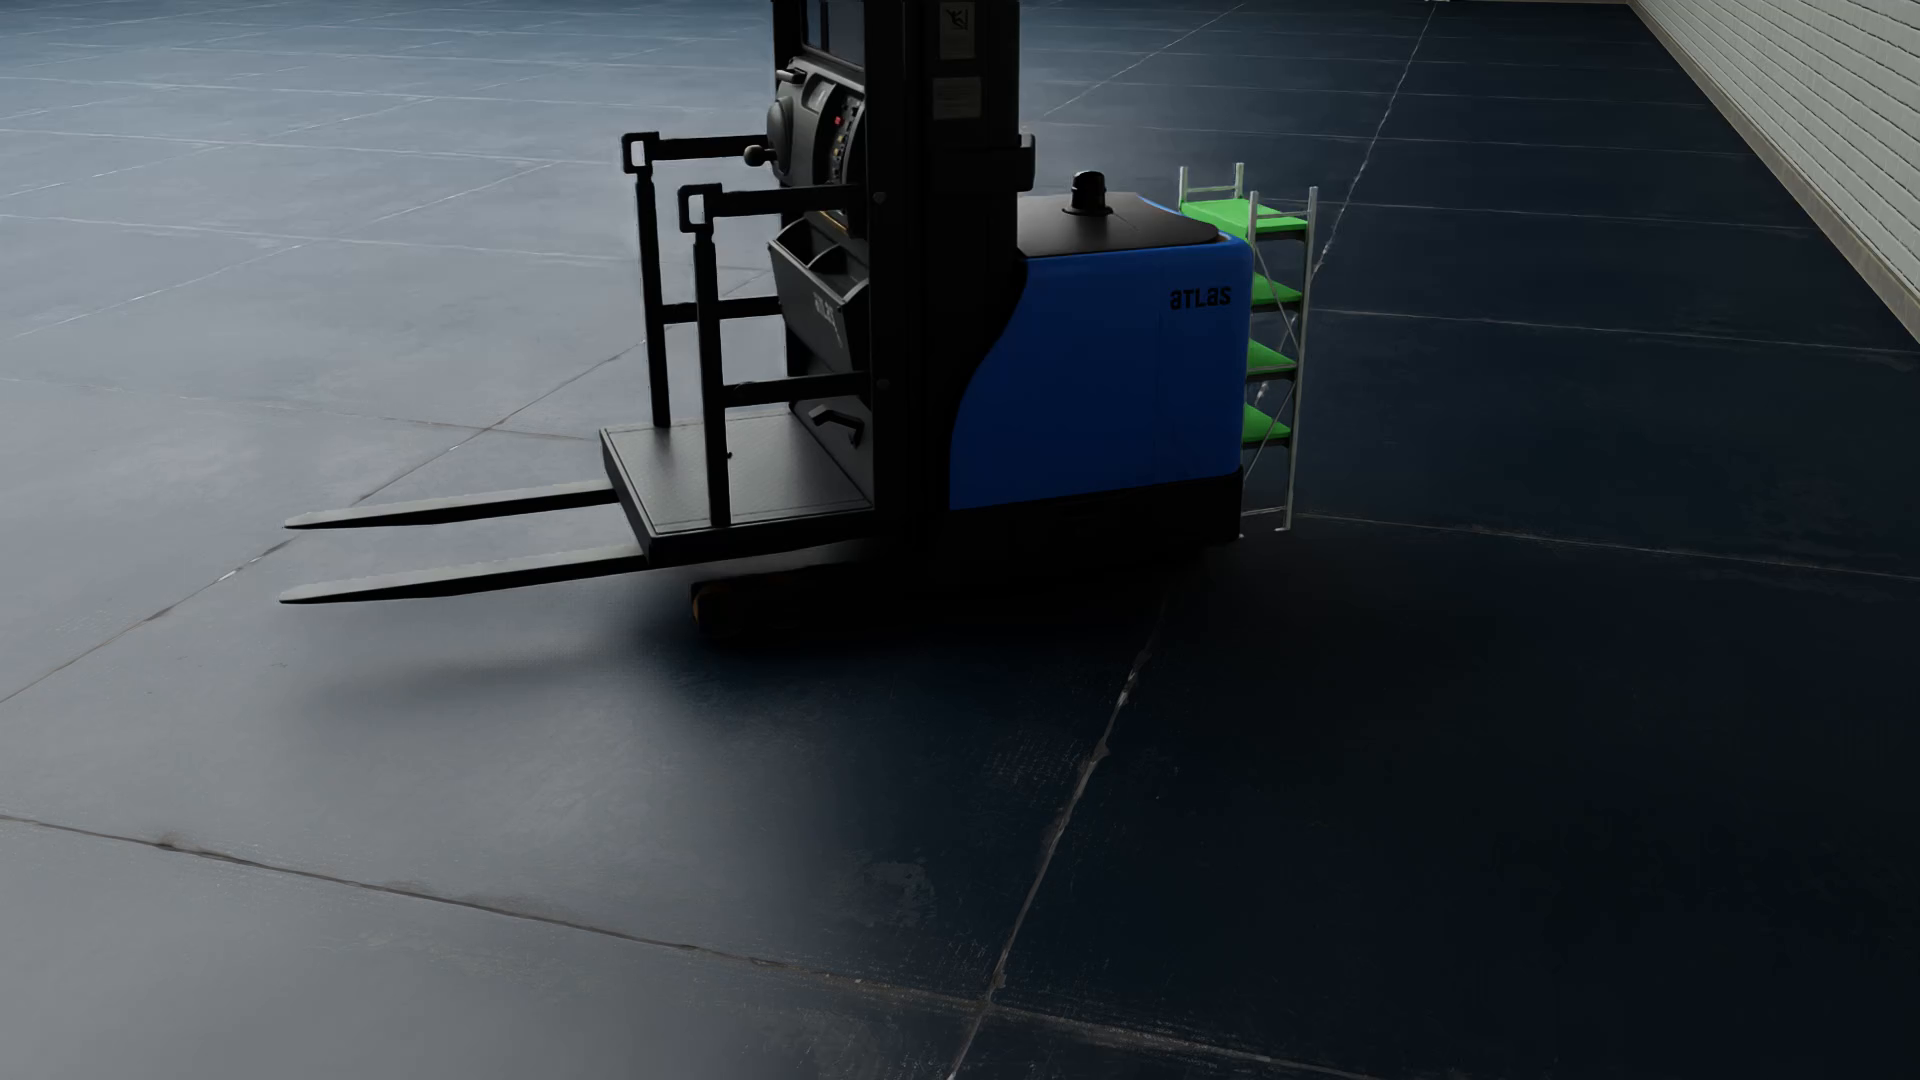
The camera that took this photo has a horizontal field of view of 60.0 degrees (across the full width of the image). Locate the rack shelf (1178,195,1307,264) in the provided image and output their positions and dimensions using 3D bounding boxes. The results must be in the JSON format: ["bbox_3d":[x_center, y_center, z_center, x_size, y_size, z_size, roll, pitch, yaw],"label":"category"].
[{"bbox_3d":[0.964,-1.049,5.651,0.258,0.148,0.480,-8,24,-19],"label":"rack shelf"}]

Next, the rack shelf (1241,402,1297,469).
[{"bbox_3d":[0.964,-0.383,5.924,0.258,0.148,0.480,-8,24,-19],"label":"rack shelf"}]

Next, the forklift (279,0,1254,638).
[{"bbox_3d":[-0.628,-1.284,5.038,3.031,2.935,1.130,-8,24,-18],"label":"forklift"}]

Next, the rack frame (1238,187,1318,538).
[{"bbox_3d":[1.048,-0.577,5.597,0.240,1.200,0.015,-8,24,-19],"label":"rack frame"}]

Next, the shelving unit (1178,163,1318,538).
[{"bbox_3d":[0.964,-0.664,5.808,0.258,1.200,0.503,-8,24,-19],"label":"shelving unit"}]

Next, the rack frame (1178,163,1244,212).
[{"bbox_3d":[0.880,-0.751,6.020,0.240,1.200,0.015,-8,24,-19],"label":"rack frame"}]

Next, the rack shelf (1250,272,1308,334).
[{"bbox_3d":[0.964,-0.827,5.742,0.258,0.148,0.480,-8,24,-19],"label":"rack shelf"}]

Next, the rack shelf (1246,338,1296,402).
[{"bbox_3d":[0.964,-0.605,5.833,0.258,0.148,0.480,-8,24,-19],"label":"rack shelf"}]
